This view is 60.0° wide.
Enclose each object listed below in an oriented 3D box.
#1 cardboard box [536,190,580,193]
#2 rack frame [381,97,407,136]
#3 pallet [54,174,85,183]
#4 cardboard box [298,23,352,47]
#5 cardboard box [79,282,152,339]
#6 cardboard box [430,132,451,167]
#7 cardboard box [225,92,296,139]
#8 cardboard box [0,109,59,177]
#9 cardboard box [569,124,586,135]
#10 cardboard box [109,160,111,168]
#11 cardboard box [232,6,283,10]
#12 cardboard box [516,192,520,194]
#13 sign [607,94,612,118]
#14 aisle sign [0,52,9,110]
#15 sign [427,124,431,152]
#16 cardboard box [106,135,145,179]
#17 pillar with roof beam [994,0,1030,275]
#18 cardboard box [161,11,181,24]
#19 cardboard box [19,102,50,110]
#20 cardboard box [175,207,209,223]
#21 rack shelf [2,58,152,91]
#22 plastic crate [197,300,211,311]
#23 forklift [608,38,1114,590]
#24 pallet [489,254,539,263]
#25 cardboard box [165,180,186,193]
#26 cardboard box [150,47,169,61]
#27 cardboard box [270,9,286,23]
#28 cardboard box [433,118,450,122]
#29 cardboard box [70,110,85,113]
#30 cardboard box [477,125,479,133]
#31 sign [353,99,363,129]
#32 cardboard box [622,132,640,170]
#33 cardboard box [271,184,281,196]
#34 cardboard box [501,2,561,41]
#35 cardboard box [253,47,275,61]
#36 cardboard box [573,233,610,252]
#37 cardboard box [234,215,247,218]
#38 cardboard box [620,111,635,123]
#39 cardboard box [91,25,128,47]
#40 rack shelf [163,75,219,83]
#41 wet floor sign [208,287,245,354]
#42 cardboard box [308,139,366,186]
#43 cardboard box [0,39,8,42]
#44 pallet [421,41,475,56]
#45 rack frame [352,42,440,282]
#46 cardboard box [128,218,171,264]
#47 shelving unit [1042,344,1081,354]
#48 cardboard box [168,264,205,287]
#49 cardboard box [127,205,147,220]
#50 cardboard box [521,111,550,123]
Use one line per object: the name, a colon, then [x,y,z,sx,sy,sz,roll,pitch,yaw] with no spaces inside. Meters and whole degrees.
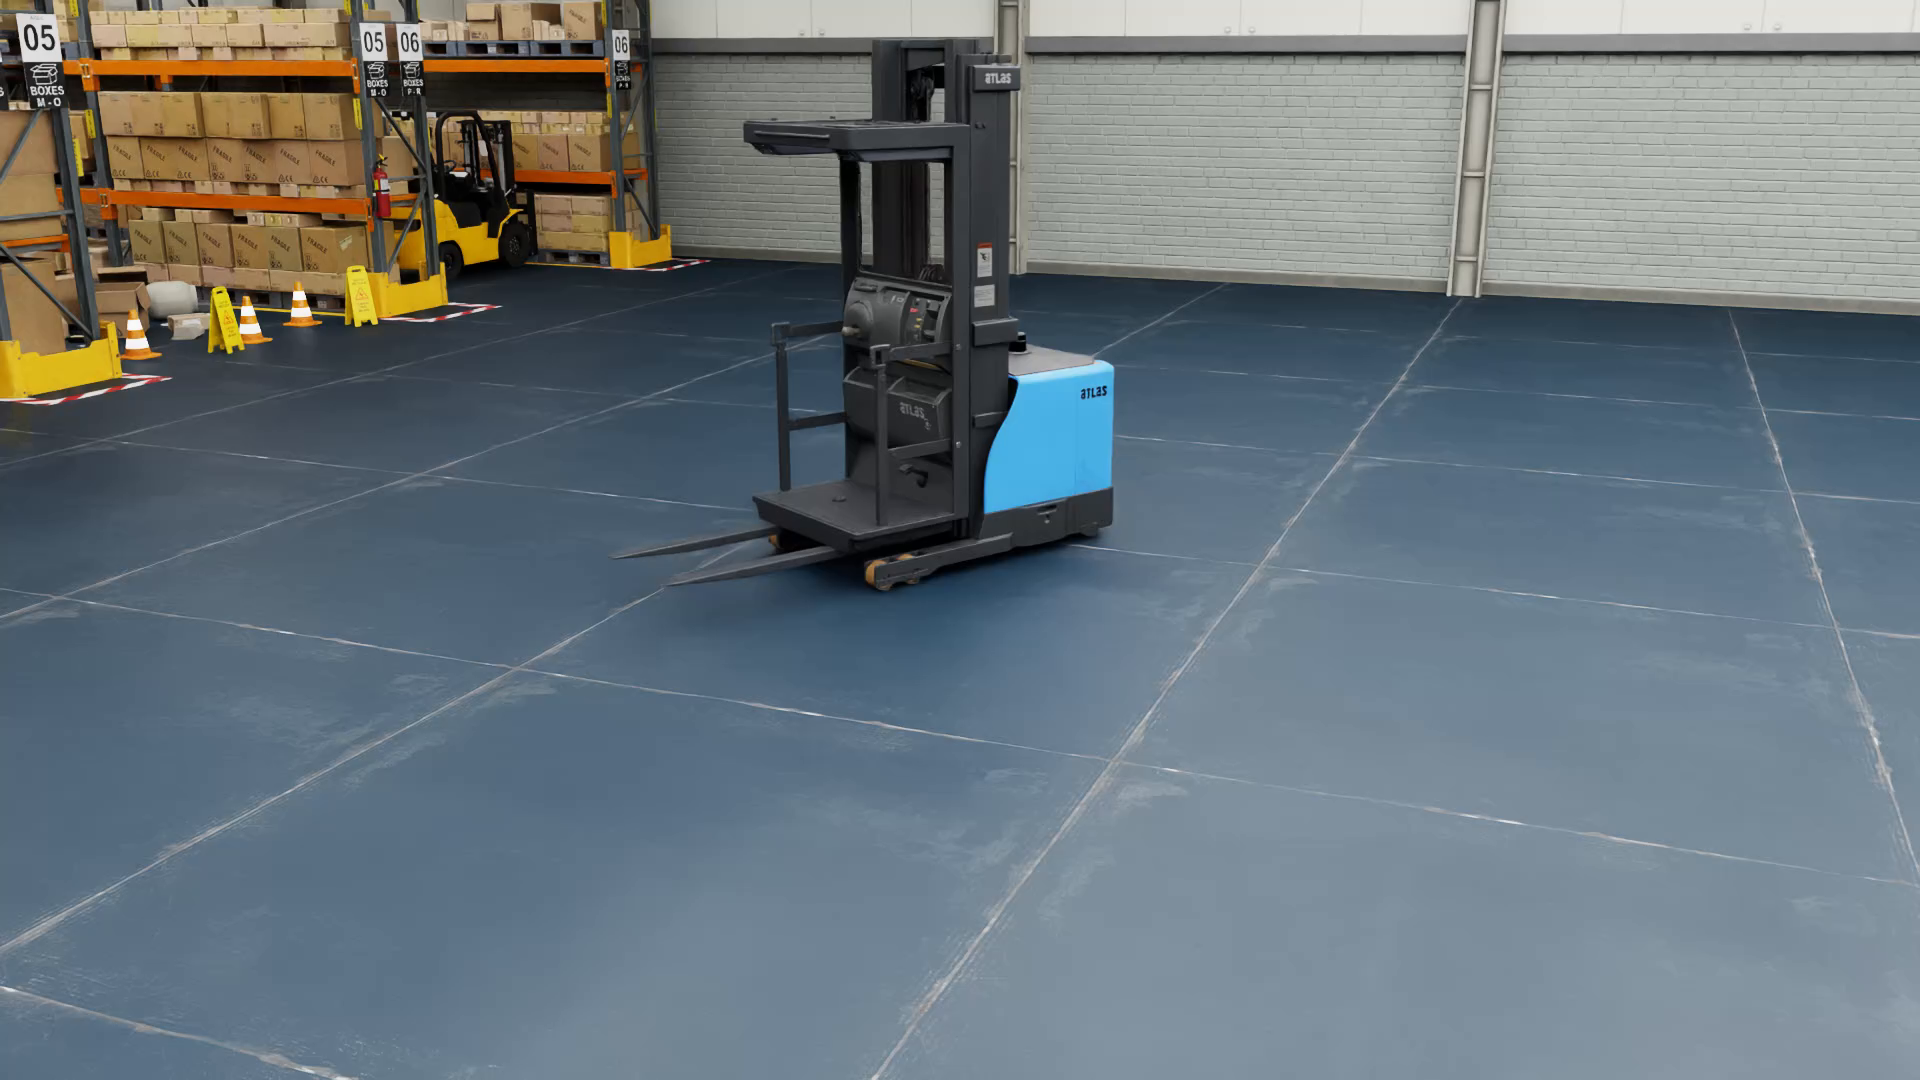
cardboard box: [-5.888,-4.972,24.304,0.500,0.250,0.500,6,17,20]
rack frame: [-8.304,-5.817,24.831,0.127,3.000,1.000,6,17,21]
pallet: [-11.986,-4.655,21.171,1.213,0.211,1.003,6,17,21]
cardboard box: [-6.976,-5.614,18.487,0.500,0.250,0.500,6,17,20]
cardboard box: [-8.964,-2.444,17.691,0.637,0.503,0.797,-5,17,-18]
cardboard box: [-7.496,-5.703,24.259,0.500,0.500,0.500,7,17,22]
cardboard box: [-7.936,-4.866,19.049,0.500,0.500,0.700,6,17,20]
cardboard box: [-8.454,-3.465,14.522,0.550,0.550,0.875,6,17,21]
cardboard box: [-5.257,-5.749,23.253,0.250,0.149,0.380,7,17,22]
cardboard box: [-10.520,-4.749,20.849,0.250,0.149,0.380,7,17,21]
cardboard box: [-10.494,-7.723,24.904,0.500,0.500,0.500,7,17,22]
cardboard box: [-6.545,-4.889,24.019,0.500,0.250,0.500,6,17,20]
sign: [-4.795,-5.938,22.747,0.005,0.325,0.100,6,17,21]
aisle sign: [-8.167,-3.989,13.873,0.004,0.787,0.394,6,17,21]
sign: [-6.202,-4.677,19.350,0.005,0.325,0.100,6,17,21]
cardboard box: [-9.815,-4.603,19.936,0.500,0.500,0.500,6,17,20]
pillar with roof beam: [-0.898,-6.864,17.675,0.400,9.000,9.100,6,17,21]
cardboard box: [-8.970,-6.021,19.173,0.250,0.149,0.380,6,17,19]
cardboard box: [-11.280,-5.289,20.383,0.250,0.149,0.380,6,17,19]
cardboard box: [-9.099,-3.871,19.799,0.250,0.149,0.380,7,18,23]
rack shelf: [-11.982,-5.829,20.782,4.000,0.370,1.077,6,17,21]
plastic crate: [-8.962,-2.754,19.517,0.583,0.080,0.402,0,16,1]
forklift: [-0.526,-1.294,9.374,3.031,2.935,1.130,-12,20,-36]
pallet: [-6.441,-4.261,24.474,1.213,0.211,1.003,6,17,21]
cardboard box: [-9.217,-4.227,19.805,0.250,0.149,0.380,7,18,22]
cardboard box: [-9.209,-5.680,19.429,0.250,0.149,0.380,7,18,22]
cardboard box: [-7.511,-5.878,18.681,0.250,0.149,0.380,6,17,21]
cardboard box: [-7.397,-6.130,24.032,0.250,0.149,0.380,7,17,22]
cardboard box: [-14.166,-6.644,26.748,0.500,0.500,0.700,6,17,20]
cardboard box: [-6.924,-5.937,23.903,0.250,0.149,0.380,6,17,19]
sign: [-6.623,-4.686,18.292,0.005,0.325,0.100,6,17,21]
cardboard box: [-4.942,-5.579,23.830,0.500,0.500,0.500,7,18,22]
cardboard box: [-7.771,-4.092,19.341,0.250,0.149,0.380,7,17,21]
cardboard box: [-6.000,-7.259,23.305,0.500,0.500,0.700,6,17,21]
cardboard box: [-7.774,-5.513,18.855,0.250,0.149,0.380,6,17,20]
cardboard box: [-5.136,-4.255,23.630,0.500,0.250,0.500,6,17,21]
cardboard box: [-8.999,-3.728,20.469,0.500,0.500,0.500,7,17,22]
cardboard box: [-4.817,-6.000,23.585,0.250,0.149,0.380,6,17,20]
cardboard box: [-9.813,-5.925,19.557,0.500,0.250,0.500,6,17,19]
rack shelf: [-10.164,-7.117,25.218,4.000,0.370,1.077,6,17,21]
wet floor sign: [-7.369,-2.206,16.615,0.232,0.644,0.267,3,17,11]
cardboard box: [-7.007,-4.295,18.875,0.500,0.500,0.500,6,17,20]
cardboard box: [-11.661,-6.227,20.379,0.500,0.250,0.500,7,17,21]
pallet: [-7.501,-7.135,24.148,1.213,0.211,1.003,6,17,21]
rack frame: [-6.401,-4.120,18.986,0.127,3.000,1.000,6,17,21]
cardboard box: [-9.672,-3.640,20.166,0.500,0.500,0.500,7,18,23]
shelving unit: [0.646,-0.738,10.830,0.252,1.050,0.215,2,16,8]
cardboard box: [-9.171,-3.228,20.093,0.500,0.250,0.500,7,18,24]
cardboard box: [-12.959,-5.269,26.673,0.500,0.500,0.500,6,17,20]
cardboard box: [-5.975,-5.972,23.488,0.250,0.149,0.380,7,18,22]
